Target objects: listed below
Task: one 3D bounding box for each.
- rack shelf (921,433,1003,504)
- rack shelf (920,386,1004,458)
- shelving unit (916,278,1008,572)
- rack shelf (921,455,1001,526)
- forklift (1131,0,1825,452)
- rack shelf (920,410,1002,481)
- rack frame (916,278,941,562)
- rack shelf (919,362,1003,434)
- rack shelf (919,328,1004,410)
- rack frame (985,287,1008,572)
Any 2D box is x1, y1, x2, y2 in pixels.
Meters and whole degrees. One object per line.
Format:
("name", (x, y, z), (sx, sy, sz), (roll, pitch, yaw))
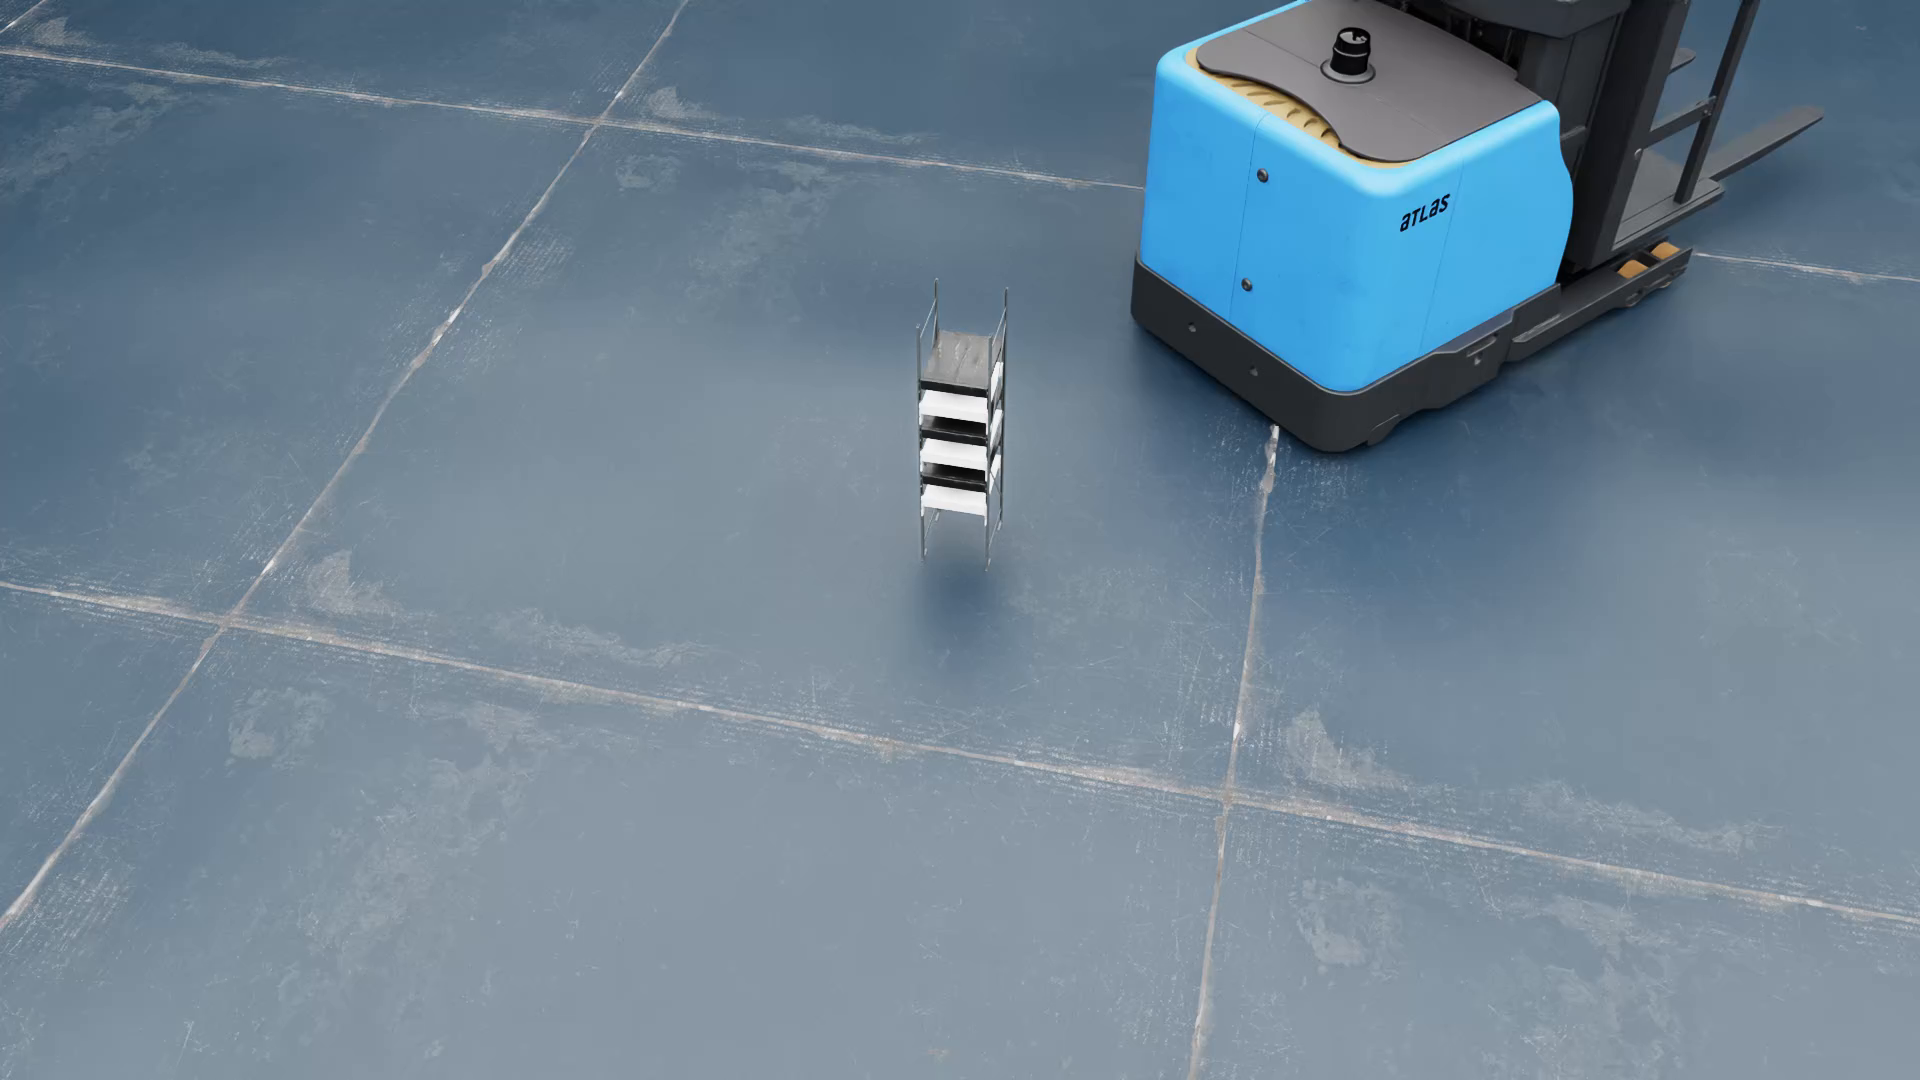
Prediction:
("rack shelf", (0.008, -0.234, 5.022), (0.200, 0.077, 0.258), (9, 45, 9))
("rack shelf", (0.008, -0.364, 4.897), (0.200, 0.077, 0.258), (9, 45, 9))
("shelving unit", (0.008, -0.323, 4.937), (0.210, 0.900, 0.258), (9, 45, 9))
("rack shelf", (0.008, -0.169, 5.085), (0.200, 0.077, 0.258), (9, 45, 9))
("forklift", (2.098, -2.185, 5.407), (3.031, 2.935, 1.130), (-28, 50, -26))
("rack shelf", (0.008, -0.299, 4.960), (0.200, 0.077, 0.258), (9, 45, 9))
("rack frame", (-0.091, -0.338, 4.953), (0.006, 0.900, 0.240), (9, 45, 9))
("rack shelf", (0.008, -0.429, 4.835), (0.200, 0.077, 0.258), (9, 45, 9))
("rack shelf", (0.008, -0.493, 4.773), (0.200, 0.077, 0.258), (9, 45, 9))
("rack frame", (0.107, -0.308, 4.921), (0.006, 0.900, 0.240), (9, 45, 9))
